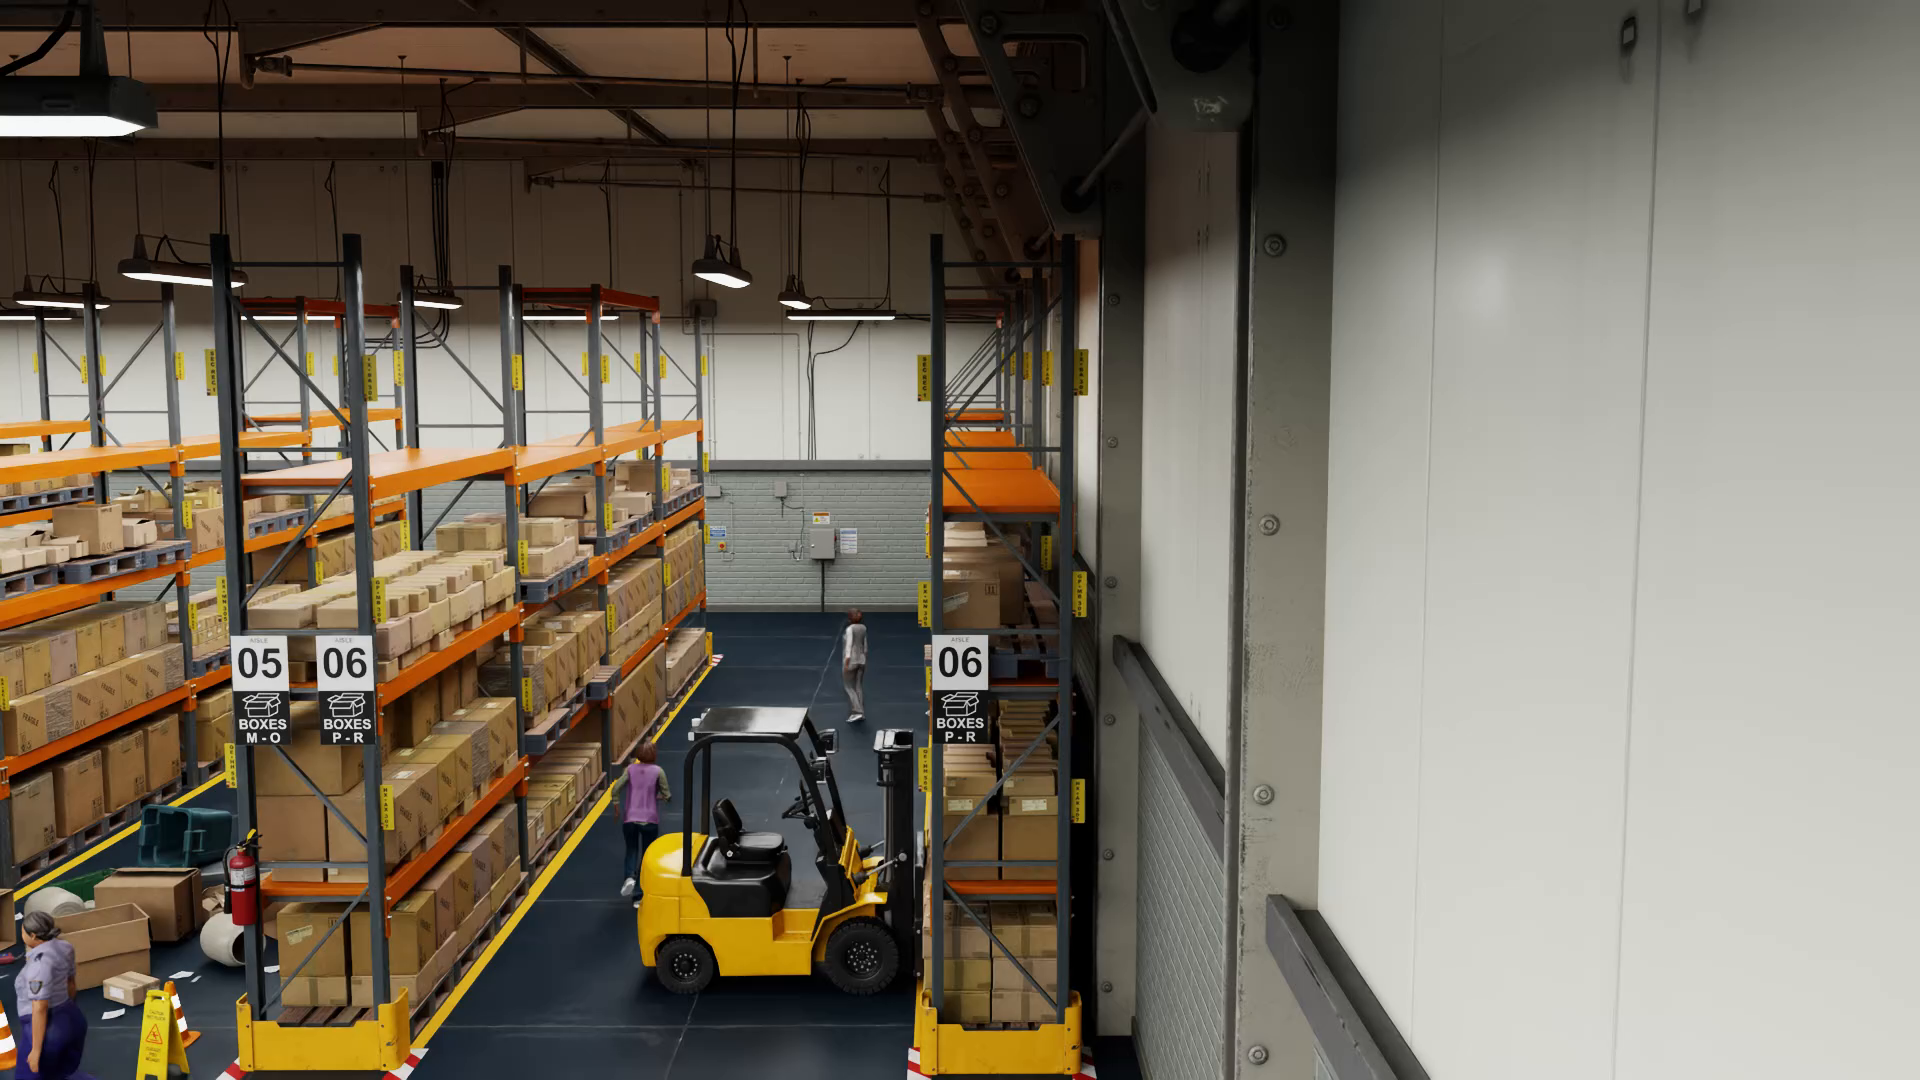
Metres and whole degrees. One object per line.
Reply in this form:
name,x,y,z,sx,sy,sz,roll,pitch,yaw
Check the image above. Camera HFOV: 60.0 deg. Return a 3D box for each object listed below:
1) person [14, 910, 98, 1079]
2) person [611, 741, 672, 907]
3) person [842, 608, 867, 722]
person,-5.823,3.176,10.742,0.773,1.624,0.569,0,6,-2
person,-3.033,2.678,15.877,0.550,1.501,0.755,0,6,3
person,-1.487,1.784,23.624,0.359,1.642,0.457,6,9,42
